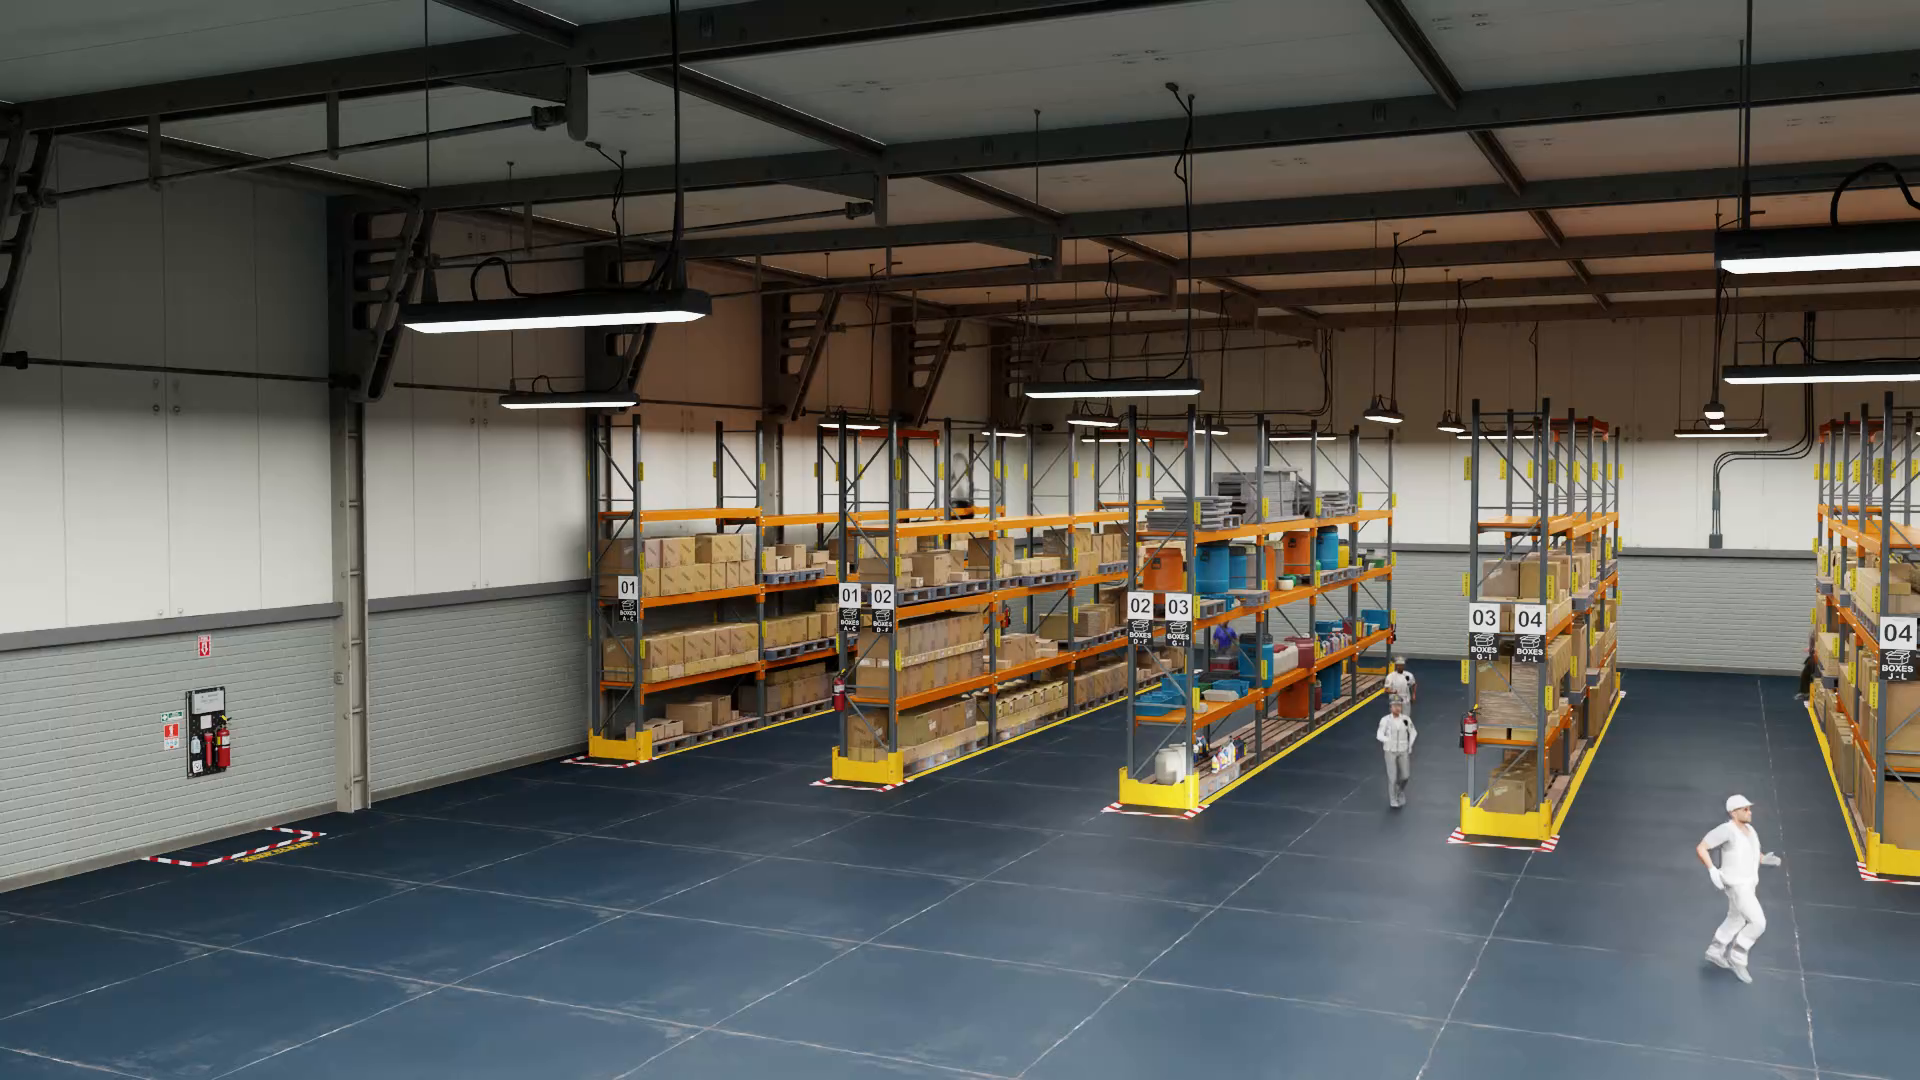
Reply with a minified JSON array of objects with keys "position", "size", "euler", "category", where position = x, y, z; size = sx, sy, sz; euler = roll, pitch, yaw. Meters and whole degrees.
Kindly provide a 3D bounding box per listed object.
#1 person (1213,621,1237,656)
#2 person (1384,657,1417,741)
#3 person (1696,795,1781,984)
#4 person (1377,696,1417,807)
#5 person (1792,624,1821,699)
[{"position":[6.187,2.599,38.828],"size":[0.567,1.609,0.604],"euler":[1,2,13],"category":"person"},{"position":[7.822,2.918,29.530],"size":[0.569,1.708,0.932],"euler":[1,2,14],"category":"person"},{"position":[7.706,3.431,16.414],"size":[0.641,1.815,0.735],"euler":[-2,3,-39],"category":"person"},{"position":[6.495,3.146,24.653],"size":[0.602,1.655,0.554],"euler":[0,2,6],"category":"person"},{"position":[18.760,2.644,36.314],"size":[0.983,1.789,0.737],"euler":[1,2,16],"category":"person"}]
